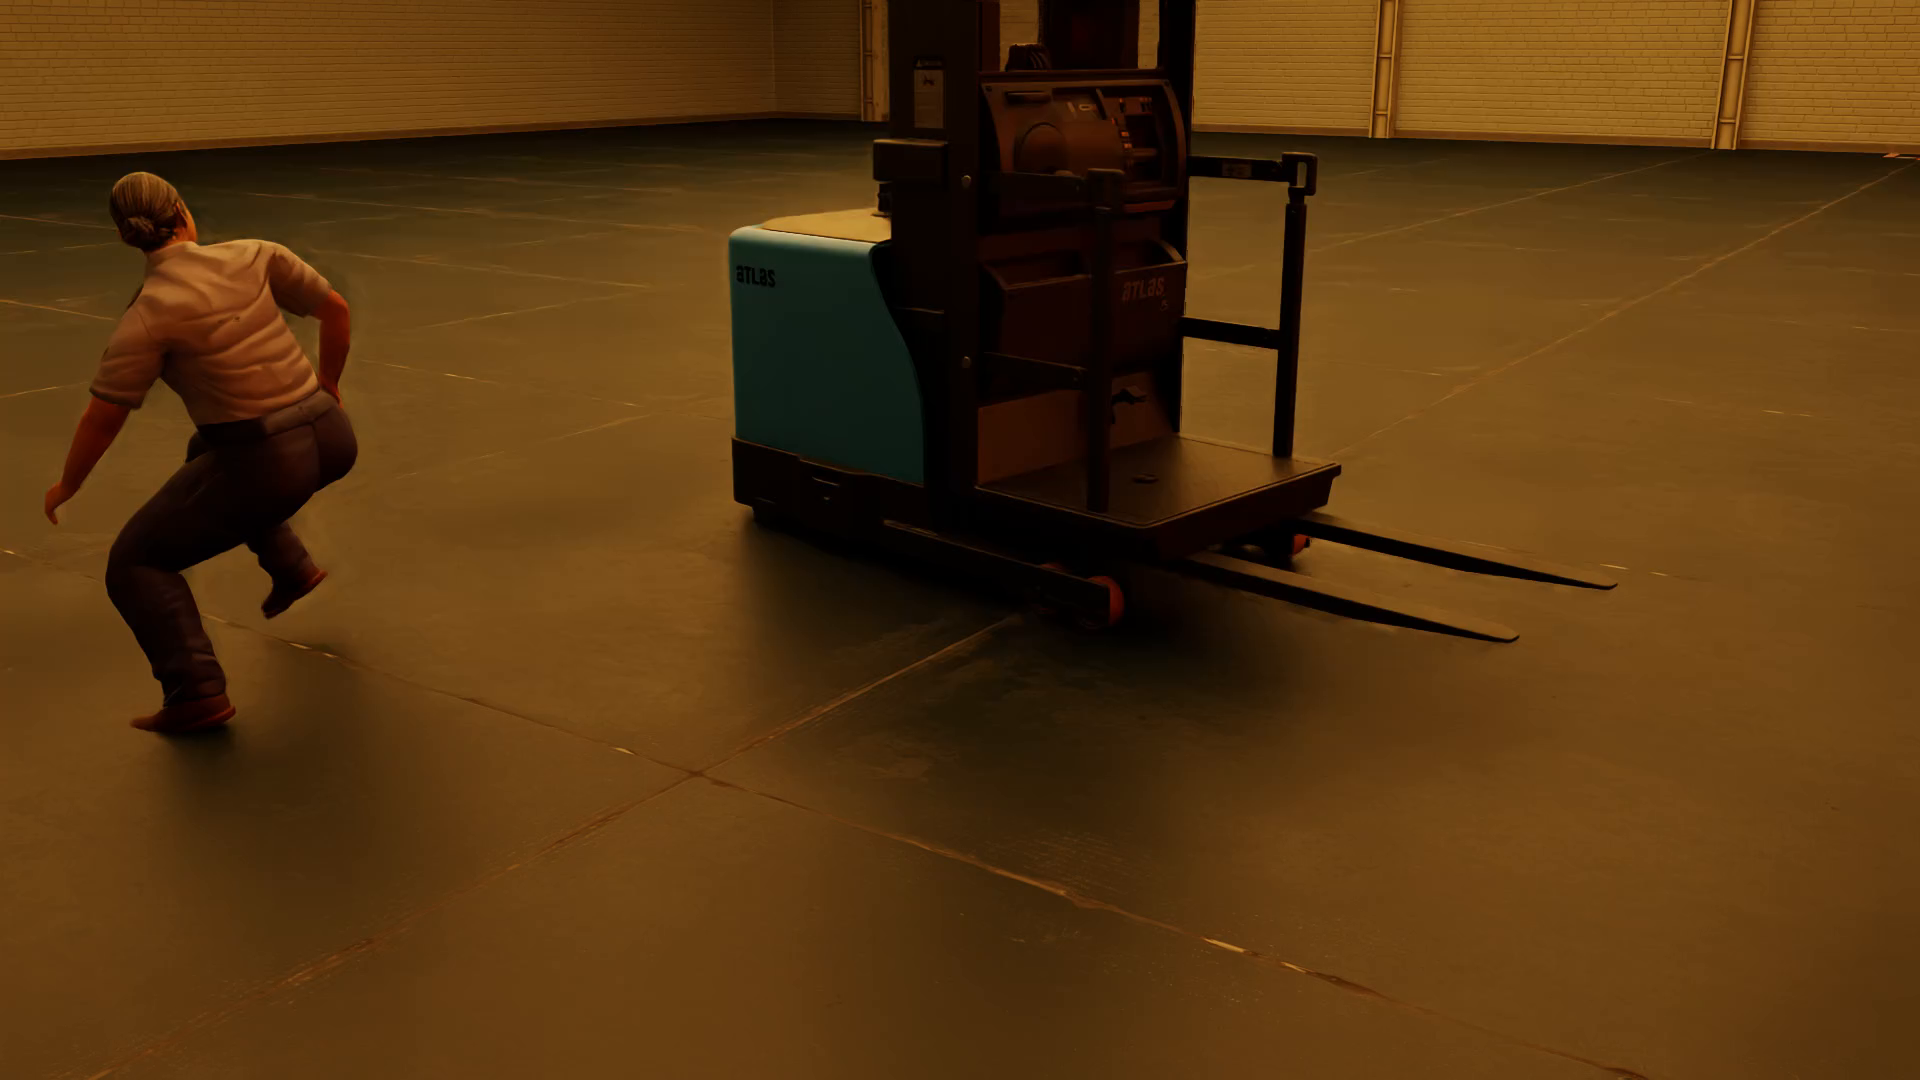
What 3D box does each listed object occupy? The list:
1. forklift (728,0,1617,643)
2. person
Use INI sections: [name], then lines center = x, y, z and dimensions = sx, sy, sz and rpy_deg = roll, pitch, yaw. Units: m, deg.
[forklift]
center = 0.562, -1.299, 5.177
dimensions = 3.031, 2.935, 1.130
rpy_deg = 15, 23, 42
[person]
center = -1.990, -0.259, 4.451
dimensions = 0.631, 1.432, 0.771
rpy_deg = 6, 18, 19
